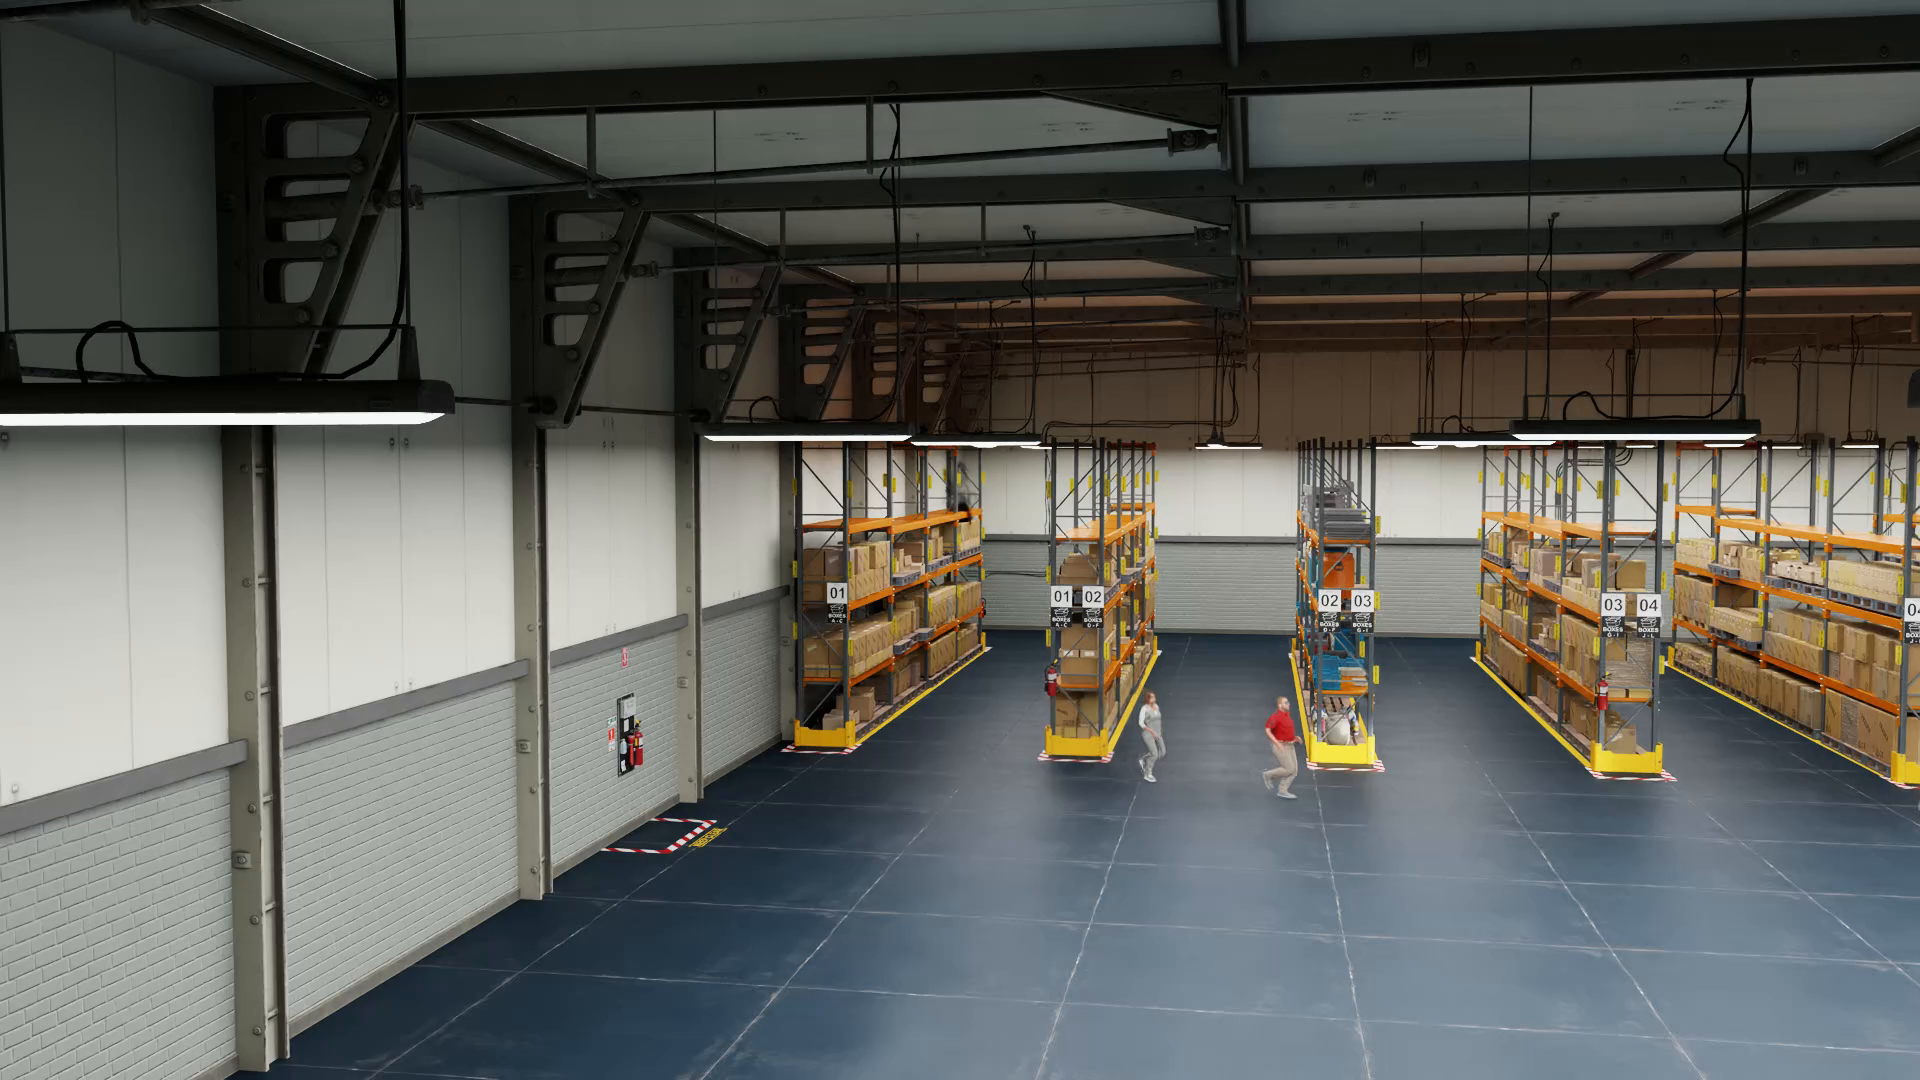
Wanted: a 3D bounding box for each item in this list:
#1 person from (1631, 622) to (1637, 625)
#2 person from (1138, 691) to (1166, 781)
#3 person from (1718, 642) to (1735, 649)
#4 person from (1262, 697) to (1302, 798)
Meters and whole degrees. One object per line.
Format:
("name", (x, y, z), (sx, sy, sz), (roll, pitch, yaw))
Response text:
("person", (17.467, 2.620, 42.930), (0.624, 1.725, 0.823), (1, 3, 20))
("person", (3.340, 3.416, 28.977), (0.545, 1.564, 0.457), (-3, 4, -44))
("person", (21.045, 2.509, 45.666), (0.611, 1.635, 0.576), (1, 3, 18))
("person", (5.346, 3.432, 27.546), (0.592, 1.675, 0.679), (2, 4, 37))
